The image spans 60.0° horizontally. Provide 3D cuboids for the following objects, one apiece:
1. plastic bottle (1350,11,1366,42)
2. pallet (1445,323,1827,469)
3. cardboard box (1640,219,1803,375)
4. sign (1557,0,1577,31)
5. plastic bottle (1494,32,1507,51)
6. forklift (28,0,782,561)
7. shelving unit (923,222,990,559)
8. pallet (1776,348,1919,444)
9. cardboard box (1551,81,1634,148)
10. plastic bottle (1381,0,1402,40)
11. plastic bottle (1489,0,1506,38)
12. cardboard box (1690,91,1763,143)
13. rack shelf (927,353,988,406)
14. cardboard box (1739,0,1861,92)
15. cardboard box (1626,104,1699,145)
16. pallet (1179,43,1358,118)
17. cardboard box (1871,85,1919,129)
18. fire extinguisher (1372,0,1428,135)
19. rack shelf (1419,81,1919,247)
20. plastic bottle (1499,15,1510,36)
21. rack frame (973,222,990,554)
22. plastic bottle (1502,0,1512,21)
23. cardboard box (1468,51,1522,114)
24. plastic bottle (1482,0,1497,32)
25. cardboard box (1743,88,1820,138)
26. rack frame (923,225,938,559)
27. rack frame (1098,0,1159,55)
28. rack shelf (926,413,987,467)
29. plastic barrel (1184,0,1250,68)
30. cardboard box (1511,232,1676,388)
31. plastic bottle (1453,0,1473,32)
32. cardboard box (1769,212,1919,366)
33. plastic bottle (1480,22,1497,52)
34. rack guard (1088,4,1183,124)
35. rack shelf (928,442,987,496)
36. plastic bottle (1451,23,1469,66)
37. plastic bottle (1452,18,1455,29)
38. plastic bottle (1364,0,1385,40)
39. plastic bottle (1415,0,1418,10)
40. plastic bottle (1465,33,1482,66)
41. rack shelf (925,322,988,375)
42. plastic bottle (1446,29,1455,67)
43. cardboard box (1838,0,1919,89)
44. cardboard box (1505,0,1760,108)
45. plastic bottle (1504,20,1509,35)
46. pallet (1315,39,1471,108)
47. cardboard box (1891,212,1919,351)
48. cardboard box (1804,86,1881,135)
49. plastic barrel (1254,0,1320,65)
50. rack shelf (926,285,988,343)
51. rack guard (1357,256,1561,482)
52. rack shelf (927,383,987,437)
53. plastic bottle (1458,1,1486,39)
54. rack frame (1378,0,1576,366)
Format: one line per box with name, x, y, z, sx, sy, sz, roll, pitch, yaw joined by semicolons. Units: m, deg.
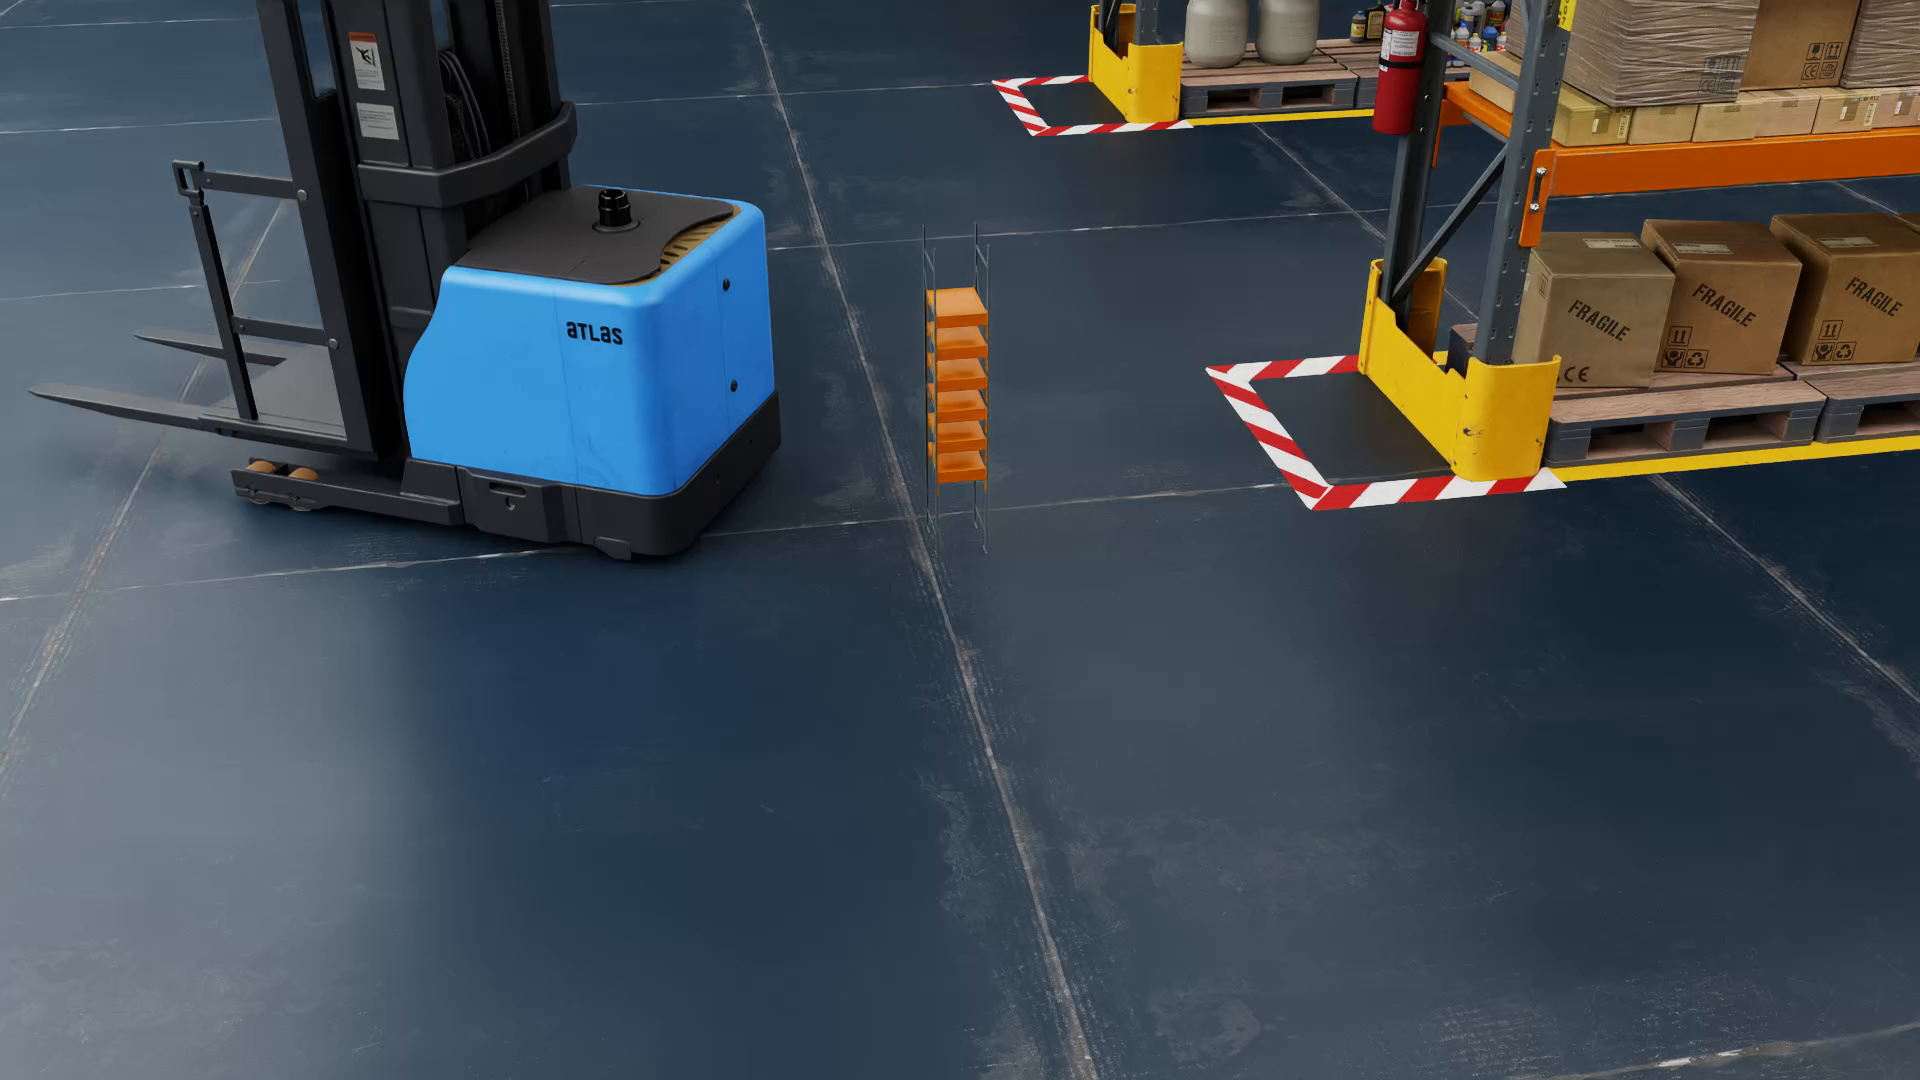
plastic bottle;2.838;-3.659;11.841;0.097;0.201;0.097;0;30;0
pallet;2.883;-0.682;7.201;1.213;0.211;1.003;-5;31;-9
cardboard box;3.202;-1.044;7.118;0.500;0.500;0.500;2;31;4
sign;2.100;-1.923;5.707;0.005;0.325;0.100;-5;31;-9
plastic bottle;3.685;-3.351;11.317;0.097;0.201;0.097;0;30;0
forklift;-2.303;-1.616;6.106;3.031;2.935;1.130;9;32;15
shelving unit;-0.014;-0.516;5.944;0.189;1.200;0.258;-5;31;-9
pallet;4.080;-0.791;7.388;1.213;0.211;1.003;-5;31;-9
cardboard box;2.326;-1.619;6.292;0.250;0.149;0.380;-5;31;-9
plastic bottle;3.091;-3.701;11.838;0.135;0.276;0.152;-5;31;-9
plastic bottle;3.853;-3.752;11.930;0.097;0.271;0.097;0;30;0
cardboard box;2.824;-1.648;6.341;0.250;0.149;0.380;-5;31;-9
rack shelf;-0.014;-0.581;5.905;0.180;0.103;0.258;-5;31;-9
cardboard box;3.019;-2.134;6.527;0.500;0.500;0.875;-5;31;-9
cardboard box;2.575;-1.632;6.315;0.250;0.149;0.380;-5;31;-9
pallet;1.977;-3.190;11.466;1.213;0.211;1.003;-5;31;-9
cardboard box;3.554;-1.737;6.492;0.250;0.149;0.380;-5;31;-9
fire extinguisher;1.807;-2.006;6.779;0.183;0.674;0.296;-5;31;-9
rack shelf;3.970;-1.693;6.879;4.000;0.370;1.077;-5;31;-9
plastic bottle;3.777;-3.464;11.428;0.133;0.283;0.061;-5;31;-9
rack frame;0.076;-0.524;5.958;0.006;1.200;0.240;-5;31;-9
plastic bottle;3.991;-3.819;11.964;0.185;0.351;0.144;-7;31;-11
cardboard box;2.246;-1.841;6.669;0.250;0.149;0.380;-5;31;-9
plastic bottle;3.821;-3.795;11.991;0.133;0.283;0.061;-4;31;-7
cardboard box;3.066;-1.681;6.397;0.250;0.149;0.380;-5;31;-9
rack frame;-0.104;-0.508;5.929;0.006;1.200;0.240;-5;31;-9
rack frame;1.110;-4.290;10.586;0.127;3.000;1.000;-5;31;-9
rack shelf;-0.014;-0.374;6.027;0.180;0.103;0.258;-5;31;-9
plastic barrel;1.744;-3.496;11.277;0.421;0.512;0.421;0;30;0
cardboard box;2.620;-0.972;6.996;0.500;0.500;0.500;0;30;0
plastic bottle;3.572;-3.780;11.898;0.185;0.351;0.144;-6;31;-9
cardboard box;3.821;-1.092;7.199;0.500;0.500;0.500;-3;31;-4
plastic bottle;3.585;-3.372;11.284;0.097;0.271;0.097;0;30;0
rack guard;1.177;-3.243;11.271;0.348;0.500;1.175;-5;31;-9
rack shelf;-0.014;-0.271;6.088;0.180;0.103;0.258;-5;31;-9
plastic bottle;3.385;-3.354;11.252;0.097;0.271;0.097;0;30;0
plastic bottle;3.454;-3.642;11.812;0.097;0.201;0.097;0;30;0
plastic bottle;2.950;-3.714;11.854;0.133;0.283;0.061;-5;31;-8
plastic bottle;3.227;-3.713;11.859;0.135;0.276;0.152;-6;31;-10
plastic bottle;3.483;-3.333;11.285;0.097;0.201;0.097;0;30;0
rack shelf;-0.014;-0.684;5.844;0.180;0.103;0.258;-5;31;-9
plastic bottle;3.287;-3.345;11.237;0.097;0.271;0.097;0;30;0
cardboard box;3.518;-2.158;6.568;0.500;0.500;0.875;-5;31;-9
cardboard box;2.548;-2.028;6.348;0.500;0.500;0.875;-5;31;-9
plastic bottle;3.796;-3.408;11.340;0.135;0.276;0.152;-5;31;-8
pallet;3.174;-3.299;11.653;1.213;0.211;1.003;-5;31;-9
cardboard box;4.378;-1.120;7.248;0.500;0.500;0.500;-8;31;-13
cardboard box;3.313;-1.700;6.430;0.250;0.149;0.380;-5;31;-9
plastic barrel;2.237;-3.542;11.355;0.421;0.512;0.421;0;30;0
rack shelf;-0.014;-0.788;5.784;0.180;0.103;0.258;-5;31;-9
rack guard;2.077;-0.750;7.032;0.348;0.500;1.175;-5;31;-9
rack shelf;-0.014;-0.478;5.966;0.180;0.103;0.258;-5;31;-9
plastic bottle;3.624;-3.676;11.795;0.135;0.276;0.152;-5;31;-9
rack frame;2.002;-1.820;6.386;0.127;3.000;1.000;-5;31;-9
